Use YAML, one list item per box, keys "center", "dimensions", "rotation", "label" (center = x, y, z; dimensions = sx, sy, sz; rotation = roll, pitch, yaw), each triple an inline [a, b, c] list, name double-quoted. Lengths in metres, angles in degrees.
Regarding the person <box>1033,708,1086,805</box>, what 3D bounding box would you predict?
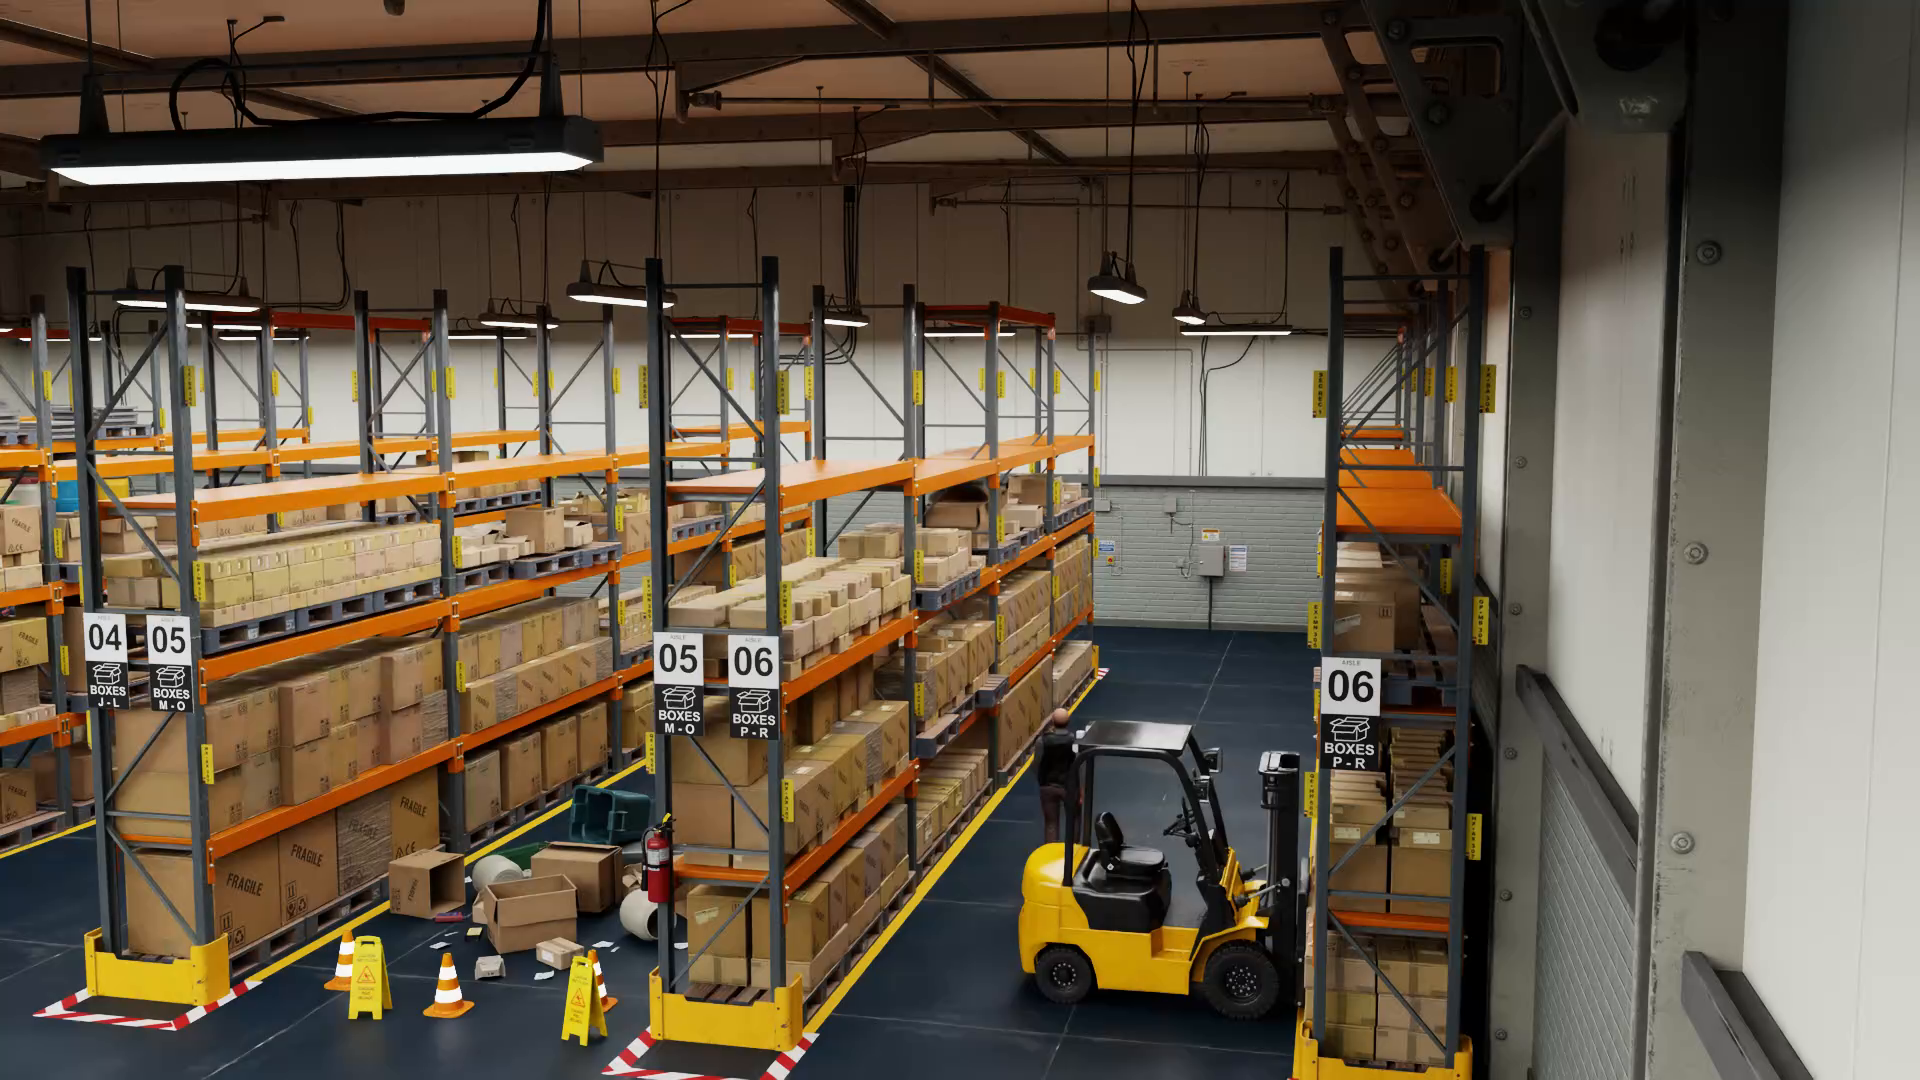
- center: [1.047, 2.209, 17.143]
  dimensions: [0.576, 1.005, 0.482]
  rotation: [1, 6, 10]
  label: "person"
